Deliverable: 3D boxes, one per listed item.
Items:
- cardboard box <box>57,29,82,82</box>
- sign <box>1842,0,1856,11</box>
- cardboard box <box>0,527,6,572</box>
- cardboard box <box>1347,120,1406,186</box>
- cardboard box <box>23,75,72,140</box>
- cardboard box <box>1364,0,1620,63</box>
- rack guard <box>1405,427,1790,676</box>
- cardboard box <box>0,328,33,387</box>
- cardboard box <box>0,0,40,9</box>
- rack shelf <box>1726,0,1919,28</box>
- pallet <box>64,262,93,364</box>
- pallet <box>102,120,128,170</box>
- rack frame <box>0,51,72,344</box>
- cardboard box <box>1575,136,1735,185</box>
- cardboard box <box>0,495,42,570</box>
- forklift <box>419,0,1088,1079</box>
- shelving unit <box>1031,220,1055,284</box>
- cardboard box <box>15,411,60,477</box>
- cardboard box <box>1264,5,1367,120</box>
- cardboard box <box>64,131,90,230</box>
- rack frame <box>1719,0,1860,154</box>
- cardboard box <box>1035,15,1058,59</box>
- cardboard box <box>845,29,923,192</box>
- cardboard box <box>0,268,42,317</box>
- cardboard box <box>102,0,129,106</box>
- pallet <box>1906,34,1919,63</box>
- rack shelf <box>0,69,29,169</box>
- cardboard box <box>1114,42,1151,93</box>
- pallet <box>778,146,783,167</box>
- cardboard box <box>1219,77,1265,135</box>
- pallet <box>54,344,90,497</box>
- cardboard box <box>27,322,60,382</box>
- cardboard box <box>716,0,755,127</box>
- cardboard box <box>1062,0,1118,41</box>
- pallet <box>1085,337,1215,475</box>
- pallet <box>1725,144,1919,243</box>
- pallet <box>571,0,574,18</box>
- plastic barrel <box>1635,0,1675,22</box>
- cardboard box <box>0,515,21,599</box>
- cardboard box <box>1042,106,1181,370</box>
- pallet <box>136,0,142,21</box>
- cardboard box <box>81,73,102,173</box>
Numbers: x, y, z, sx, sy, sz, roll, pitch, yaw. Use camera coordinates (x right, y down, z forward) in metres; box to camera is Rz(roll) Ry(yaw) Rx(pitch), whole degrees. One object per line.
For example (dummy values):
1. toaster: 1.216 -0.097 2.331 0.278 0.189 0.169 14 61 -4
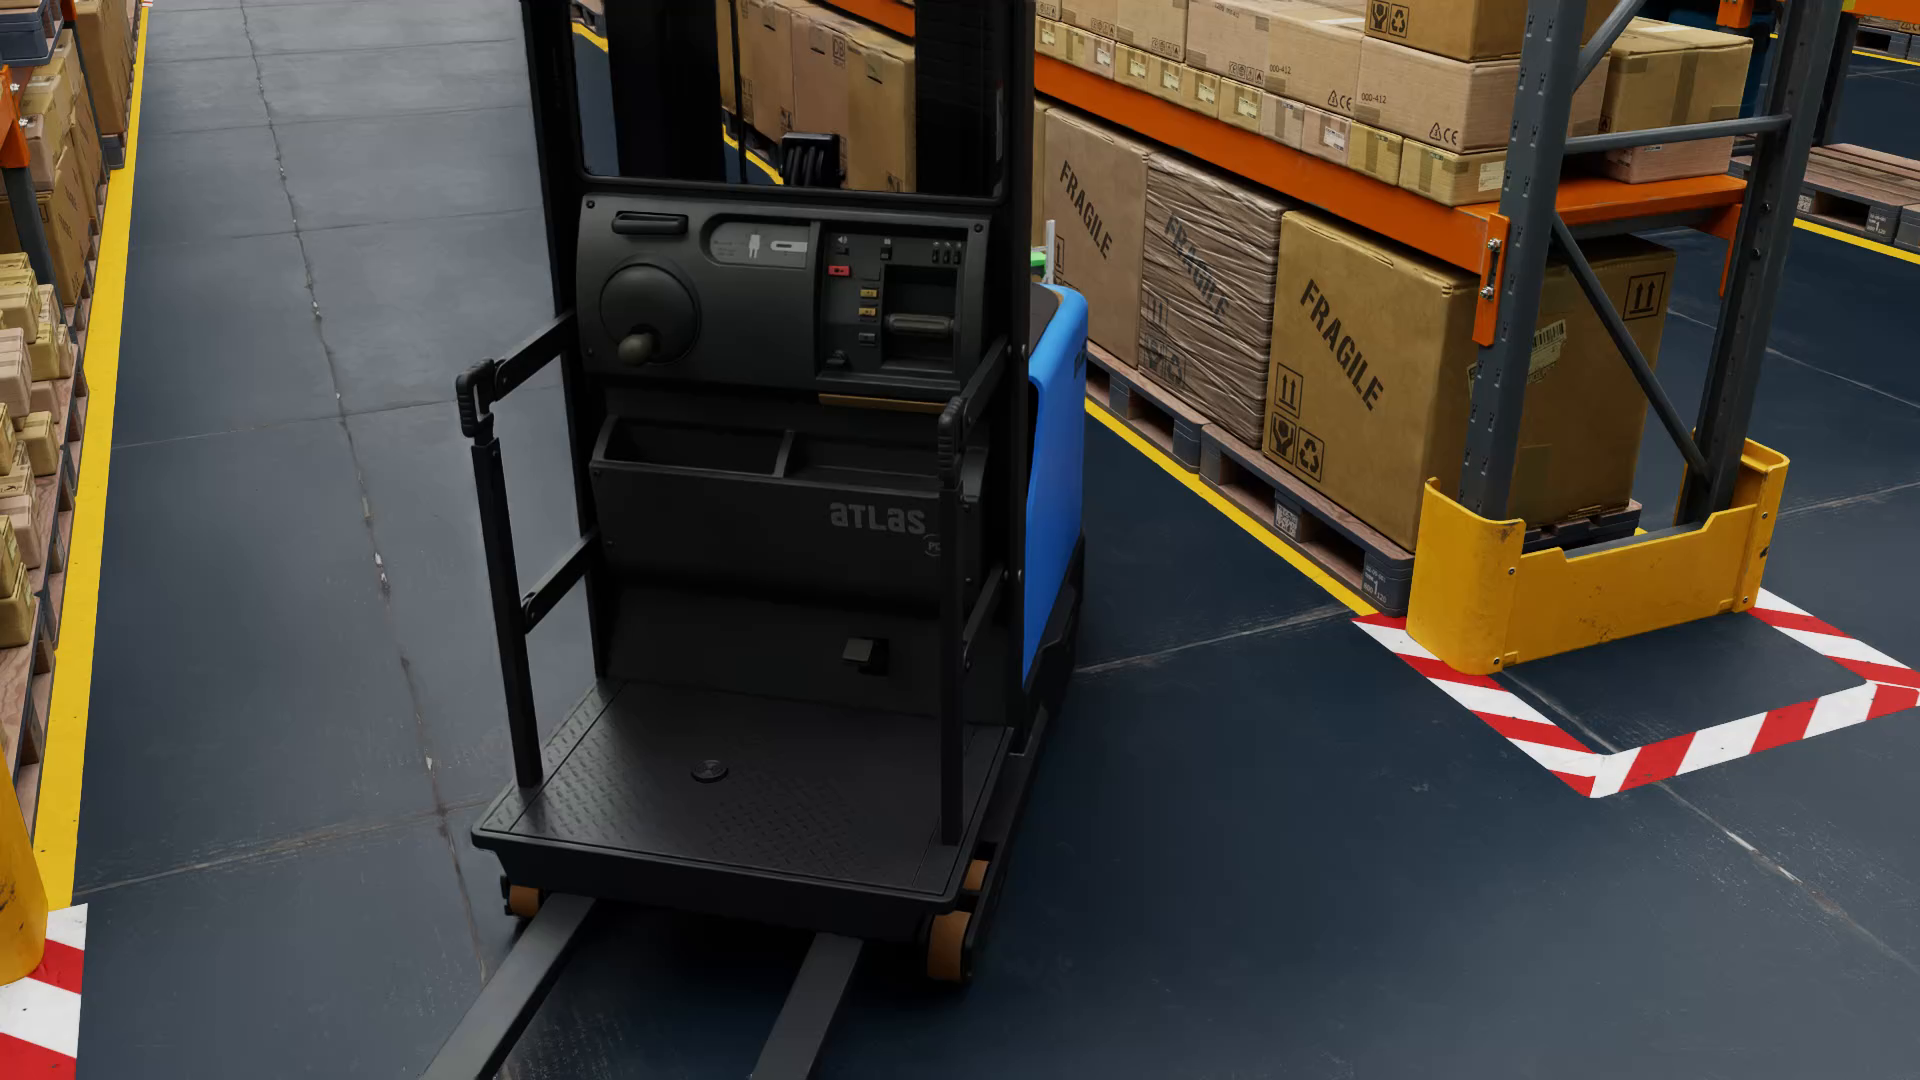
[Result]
1. cardboard box: -5.268 -2.706 9.388 0.500 0.250 0.500 -11 28 -22
2. sign: 2.472 -1.634 4.600 0.100 0.325 0.005 -11 28 -21
3. cardboard box: -2.736 0.036 4.350 0.380 0.149 0.250 -11 28 -21
4. cardboard box: 1.414 -1.195 5.065 0.380 0.149 0.250 -10 28 -20
5. cardboard box: -4.663 -2.087 8.121 0.500 0.250 0.500 -9 28 -19
6. cardboard box: 1.527 -1.671 4.730 0.500 0.500 0.500 -10 28 -20
7. rack guard: 1.969 0.017 5.146 1.175 0.500 0.348 -11 28 -21
8. cardboard box: -3.370 -0.588 5.629 0.380 0.149 0.250 -12 28 -23
9. cardboard box: -3.942 -2.233 6.713 0.380 0.149 0.250 -12 28 -23
10. rack shelf: 5.733 -2.451 8.171 1.077 0.370 4.000 -11 28 -21
11. pallet: -4.517 -0.980 7.517 1.003 0.211 1.213 -11 28 -21
12. pallet: -6.016 -2.612 10.860 1.003 0.211 1.213 -11 28 -21
13. rack frame: -4.210 -1.919 6.262 1.000 3.000 0.127 -11 28 -21
14. cardboard box: 2.124 -1.203 5.082 0.380 0.149 0.250 -10 28 -20
15. cardboard box: -3.040 0.006 5.089 0.380 0.149 0.250 -12 28 -23
16. forklift: -0.441 -0.508 3.449 1.130 2.935 3.031 6 27 11
17. shelving unit: 0.071 -0.493 5.393 0.258 1.200 0.503 -11 28 -22
18. cardboard box: -3.338 -0.309 5.736 0.380 0.149 0.250 -11 28 -21
19. cardboard box: 1.327 -1.537 5.312 0.500 0.250 0.500 -11 28 -21
20. cardboard box: -4.682 -1.751 8.288 0.500 0.500 0.500 -10 28 -20
21. rack frame: 4.950 -3.582 9.667 1.000 3.000 0.127 -11 28 -21
22. cardboard box: 0.514 -2.123 6.966 0.380 0.149 0.250 -11 28 -22
23. cardboard box: 0.124 -2.220 8.820 1.225 0.875 0.875 -10 28 -20
24. cardboard box: -3.695 -0.899 6.265 0.380 0.149 0.250 -10 28 -20
25. cardboard box: -6.278 -3.326 11.228 1.050 0.750 0.750 -10 28 -20
26. pallet: 8.674 -3.993 13.689 1.003 0.211 1.213 -11 28 -21
27. rack shelf: -3.427 -0.789 4.767 1.077 0.370 4.000 -11 28 -21
28. cardboard box: 0.815 -1.812 6.329 0.380 0.149 0.250 -11 28 -22
29. pallet: -0.460 -2.270 10.158 1.003 0.211 1.213 -11 28 -21
30. cardboard box: 1.116 -1.502 5.695 0.380 0.149 0.250 -11 28 -22
31. pallet: -3.915 -0.401 6.331 1.003 0.211 1.213 -11 28 -21
32. cardboard box: -3.556 -0.676 6.147 0.380 0.149 0.250 -12 28 -22
33. cardboard box: -0.922 -3.297 11.028 1.225 0.875 0.875 -12 28 -23
34. cardboard box: 0.734 -2.153 6.572 0.500 0.250 0.500 -10 28 -19
35. pallet: 1.100 -0.664 6.870 1.003 0.211 1.213 -11 28 -21
36. pallet: 5.274 -2.039 9.685 1.003 0.211 1.213 -11 28 -21
37. pallet: -3.517 -5.466 16.704 1.003 0.211 1.213 -11 28 -21
38. plastic barrel: 4.476 -3.336 11.077 0.600 0.901 0.708 -11 28 -21
39. cardboard box: -2.846 0.072 4.615 0.380 0.149 0.250 -10 28 -19
40. cardboard box: 0.930 -1.321 6.980 0.875 0.875 0.875 -11 28 -21
41. pallet: -8.525 -5.201 16.163 1.003 0.211 1.213 -11 28 -21
42. cardboard box: -5.279 -2.379 9.574 0.500 0.500 0.500 -11 28 -21
